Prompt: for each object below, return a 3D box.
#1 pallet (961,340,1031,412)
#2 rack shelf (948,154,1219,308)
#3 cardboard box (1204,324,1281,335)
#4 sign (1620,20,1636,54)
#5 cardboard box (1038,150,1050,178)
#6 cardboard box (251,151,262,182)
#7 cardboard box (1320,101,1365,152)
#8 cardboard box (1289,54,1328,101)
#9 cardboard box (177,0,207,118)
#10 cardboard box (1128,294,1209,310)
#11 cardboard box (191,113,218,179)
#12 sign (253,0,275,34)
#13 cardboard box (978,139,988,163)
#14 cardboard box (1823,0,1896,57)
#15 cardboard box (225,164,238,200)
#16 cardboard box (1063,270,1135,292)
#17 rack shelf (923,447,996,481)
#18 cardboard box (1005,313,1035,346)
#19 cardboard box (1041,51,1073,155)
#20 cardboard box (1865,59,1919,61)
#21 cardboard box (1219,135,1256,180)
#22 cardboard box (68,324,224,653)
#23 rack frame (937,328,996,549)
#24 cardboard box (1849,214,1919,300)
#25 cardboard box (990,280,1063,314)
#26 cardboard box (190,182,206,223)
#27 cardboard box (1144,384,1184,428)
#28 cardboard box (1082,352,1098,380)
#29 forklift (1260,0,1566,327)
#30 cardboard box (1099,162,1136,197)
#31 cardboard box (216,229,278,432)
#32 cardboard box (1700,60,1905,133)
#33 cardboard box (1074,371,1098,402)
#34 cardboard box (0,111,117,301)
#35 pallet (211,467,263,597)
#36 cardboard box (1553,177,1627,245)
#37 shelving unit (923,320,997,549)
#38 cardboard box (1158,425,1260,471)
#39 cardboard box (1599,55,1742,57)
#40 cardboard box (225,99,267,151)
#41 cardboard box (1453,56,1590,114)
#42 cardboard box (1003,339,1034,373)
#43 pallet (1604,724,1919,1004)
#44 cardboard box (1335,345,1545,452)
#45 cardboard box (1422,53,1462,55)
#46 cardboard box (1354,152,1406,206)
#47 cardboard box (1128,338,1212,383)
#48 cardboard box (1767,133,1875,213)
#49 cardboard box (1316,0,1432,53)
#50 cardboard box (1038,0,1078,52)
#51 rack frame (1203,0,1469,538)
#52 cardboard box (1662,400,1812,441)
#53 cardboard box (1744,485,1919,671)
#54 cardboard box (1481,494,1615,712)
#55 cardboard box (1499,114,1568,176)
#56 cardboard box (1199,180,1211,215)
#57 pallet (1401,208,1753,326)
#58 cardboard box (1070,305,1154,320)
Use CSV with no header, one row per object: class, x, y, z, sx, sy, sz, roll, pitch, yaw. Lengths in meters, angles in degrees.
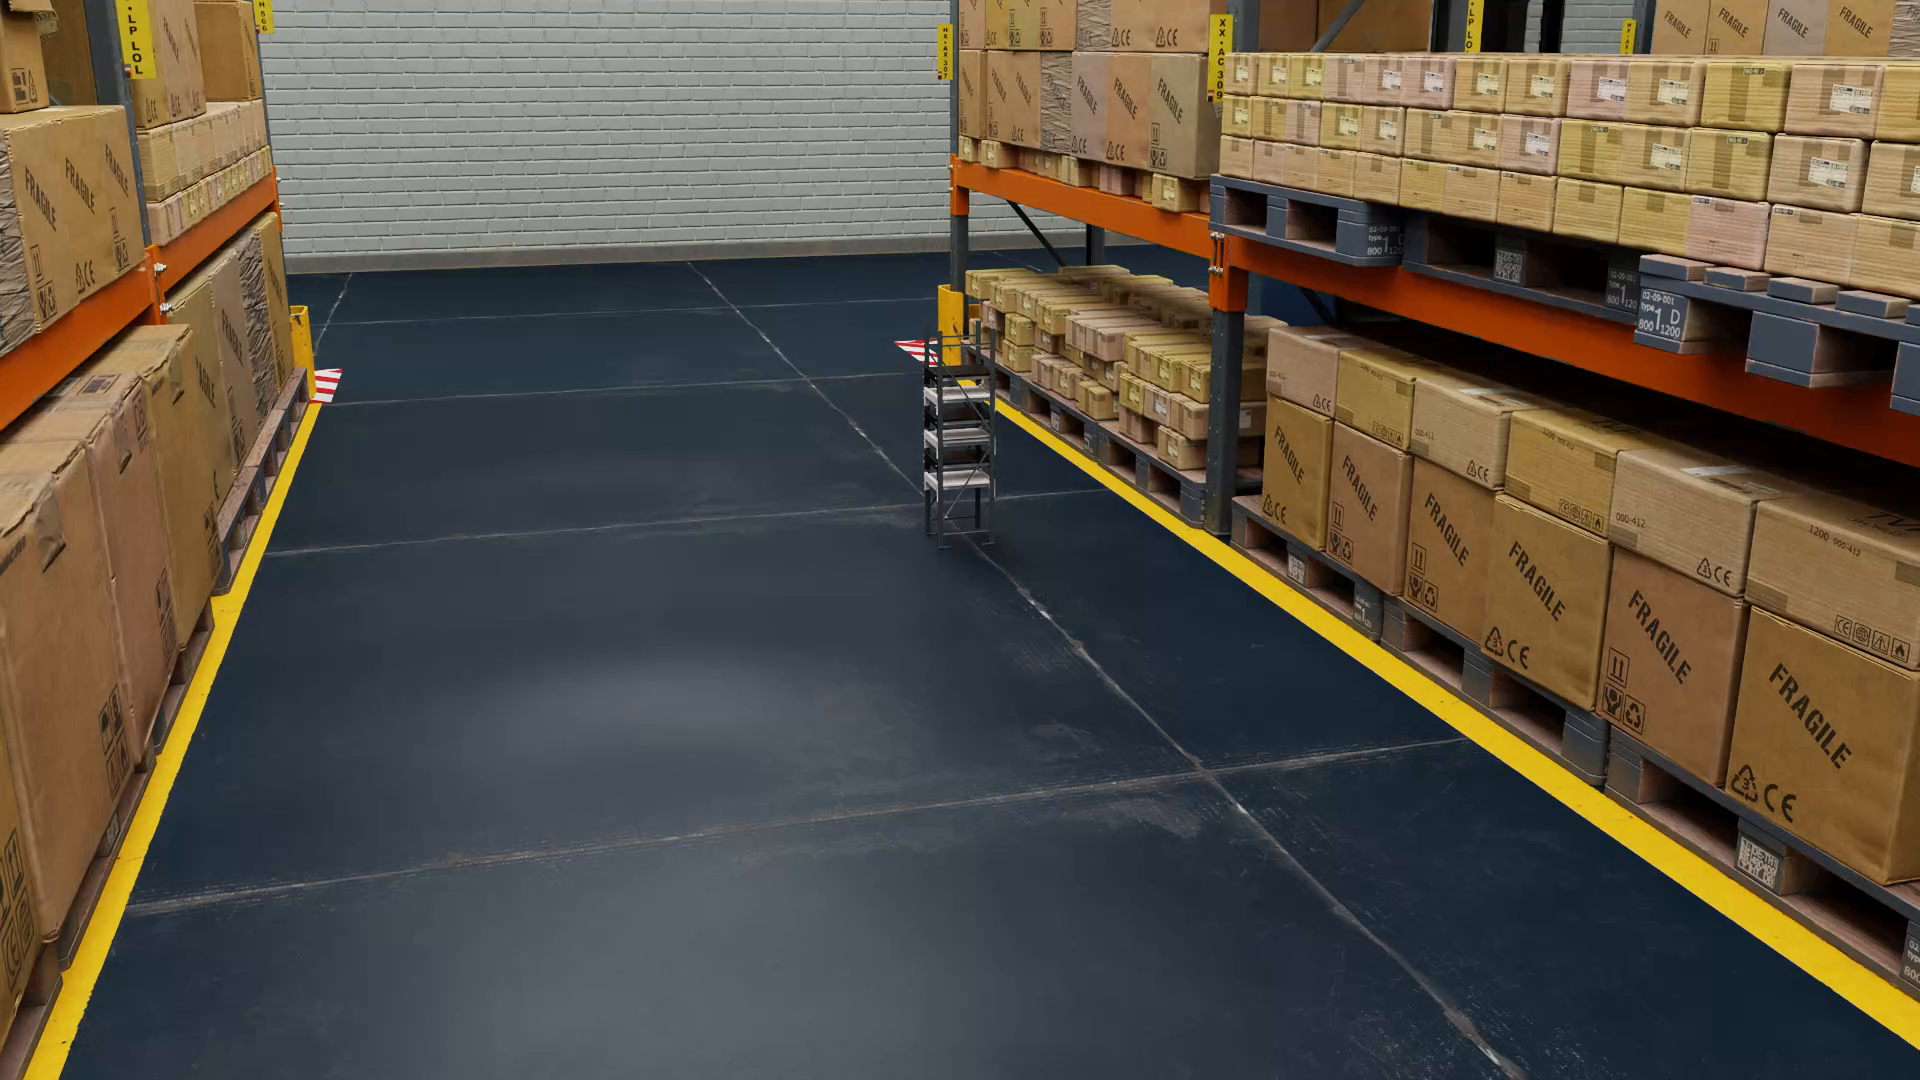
pallet,0.645,-1.024,9.994,1.003,0.211,1.213,-5,17,-15
rack shelf,0.984,-1.710,8.682,1.077,0.370,4.000,-5,17,-15
cardboard box,1.409,-0.951,8.096,0.380,0.149,0.250,-5,17,-17
sign,4.631,-3.438,11.540,0.100,0.325,0.005,-5,17,-15
cardboard box,0.635,-2.018,8.893,0.380,0.149,0.250,-5,17,-16
cardboard box,-3.807,-1.909,8.531,0.380,0.149,0.250,-5,17,-15
cardboard box,1.416,-1.365,5.471,0.380,0.149,0.250,-5,18,-18
cardboard box,1.350,-1.574,5.652,0.380,0.149,0.250,-5,17,-15
cardboard box,-3.424,-2.000,6.837,0.500,0.500,0.500,-5,18,-17
cardboard box,1.134,-1.239,9.053,0.380,0.149,0.250,-5,18,-17
cardboard box,-3.420,-1.640,6.940,0.500,0.250,0.500,-4,17,-14
sign,-3.837,-2.951,9.137,0.100,0.325,0.005,-5,17,-15
cardboard box,0.318,-2.305,9.849,0.380,0.149,0.250,-4,17,-13
cardboard box,5.460,-2.977,9.736,0.500,0.500,0.500,-5,17,-15
cardboard box,-3.528,-1.628,7.595,0.380,0.149,0.250,-4,17,-14
cardboard box,0.837,-1.528,10.017,0.380,0.149,0.250,-4,17,-14
rack shelf,-0.002,-0.315,6.866,0.258,0.077,0.200,-5,17,-15
cardboard box,0.471,-1.201,9.443,0.380,0.149,0.250,-4,17,-14
cardboard box,0.732,-2.229,8.469,0.500,0.500,0.500,-5,17,-17
cardboard box,2.480,-1.120,4.138,0.380,0.149,0.250,-5,18,-18
cardboard box,1.200,-1.437,6.229,0.380,0.149,0.250,-6,18,-18
cardboard box,-3.068,-0.146,5.186,1.225,0.875,0.875,-5,17,-15
rack frame,0.026,-0.405,6.736,0.240,0.900,0.006,-5,17,-15
cardboard box,2.055,-0.576,3.363,0.380,0.149,0.250,-4,17,-14
cardboard box,0.389,-1.410,9.625,0.380,0.149,0.250,-5,17,-15
cardboard box,-3.244,-1.343,6.647,0.380,0.149,0.250,-5,17,-17
cardboard box,1.055,-0.616,7.496,0.380,0.149,0.250,-6,18,-18
cardboard box,0.847,-0.910,8.477,0.380,0.149,0.250,-6,18,-18
forklift,2.635,-1.975,8.431,1.130,2.935,3.031,-4,17,-14
cardboard box,0.888,-1.729,7.931,0.380,0.149,0.250,-5,18,-18
cardboard box,-3.859,-1.005,8.047,0.875,0.875,0.875,-5,17,-15
cardboard box,1.919,-1.002,3.748,0.380,0.149,0.250,-4,17,-14
cardboard box,0.807,-0.783,8.569,0.380,0.149,0.250,-4,17,-14
cardboard box,-2.743,-0.940,4.694,0.500,0.500,0.500,-4,17,-14
pallet,-3.397,-0.018,6.647,1.003,0.211,1.213,-5,17,-15
cardboard box,1.777,-0.860,4.306,0.380,0.149,0.250,-5,18,-18
shelving unit,-0.002,-0.433,6.830,0.258,0.900,0.210,-5,17,-15
cardboard box,1.098,-0.419,7.358,0.380,0.149,0.250,-4,17,-15
cardboard box,2.189,-1.411,5.109,0.380,0.149,0.250,-6,18,-18
cardboard box,-3.974,-2.201,8.810,0.500,0.250,0.500,-5,17,-16
cardboard box,1.634,-1.290,4.706,0.380,0.149,0.250,-4,17,-14
cardboard box,0.461,-1.060,9.493,0.380,0.149,0.250,-4,17,-15
pallet,2.420,0.724,4.175,1.003,0.211,1.213,-5,17,-15
cardboard box,1.631,-0.492,5.689,0.500,0.250,0.500,-4,17,-14
cardboard box,1.906,-1.698,6.062,0.380,0.149,0.250,-5,17,-17
cardboard box,1.485,-1.152,5.278,0.380,0.149,0.250,-5,18,-18
cardboard box,1.002,-0.836,7.713,0.380,0.149,0.250,-5,17,-16
cardboard box,1.984,-0.793,3.567,0.380,0.149,0.250,-4,17,-13
cardboard box,1.644,-2.315,7.016,0.500,0.500,0.500,-4,17,-14
cardboard box,0.712,-2.707,8.320,0.500,0.500,0.500,-5,18,-17
rack frame,1.534,-1.502,6.737,1.000,3.000,0.127,-5,17,-15
cardboard box,2.413,-0.246,4.870,0.500,0.250,0.500,-5,17,-15
cardboard box,2.193,0.073,3.806,0.500,0.250,0.500,-5,17,-17
cardboard box,1.901,0.151,4.852,0.500,0.500,0.500,-6,18,-18
cardboard box,1.703,-1.076,4.509,0.380,0.149,0.250,-4,17,-14
cardboard box,1.230,-1.442,6.975,0.380,0.149,0.250,-5,17,-16
pallet,2.050,-0.848,4.893,1.003,0.211,1.213,-5,17,-15
cardboard box,0.794,-1.133,8.700,0.380,0.149,0.250,-5,17,-15
